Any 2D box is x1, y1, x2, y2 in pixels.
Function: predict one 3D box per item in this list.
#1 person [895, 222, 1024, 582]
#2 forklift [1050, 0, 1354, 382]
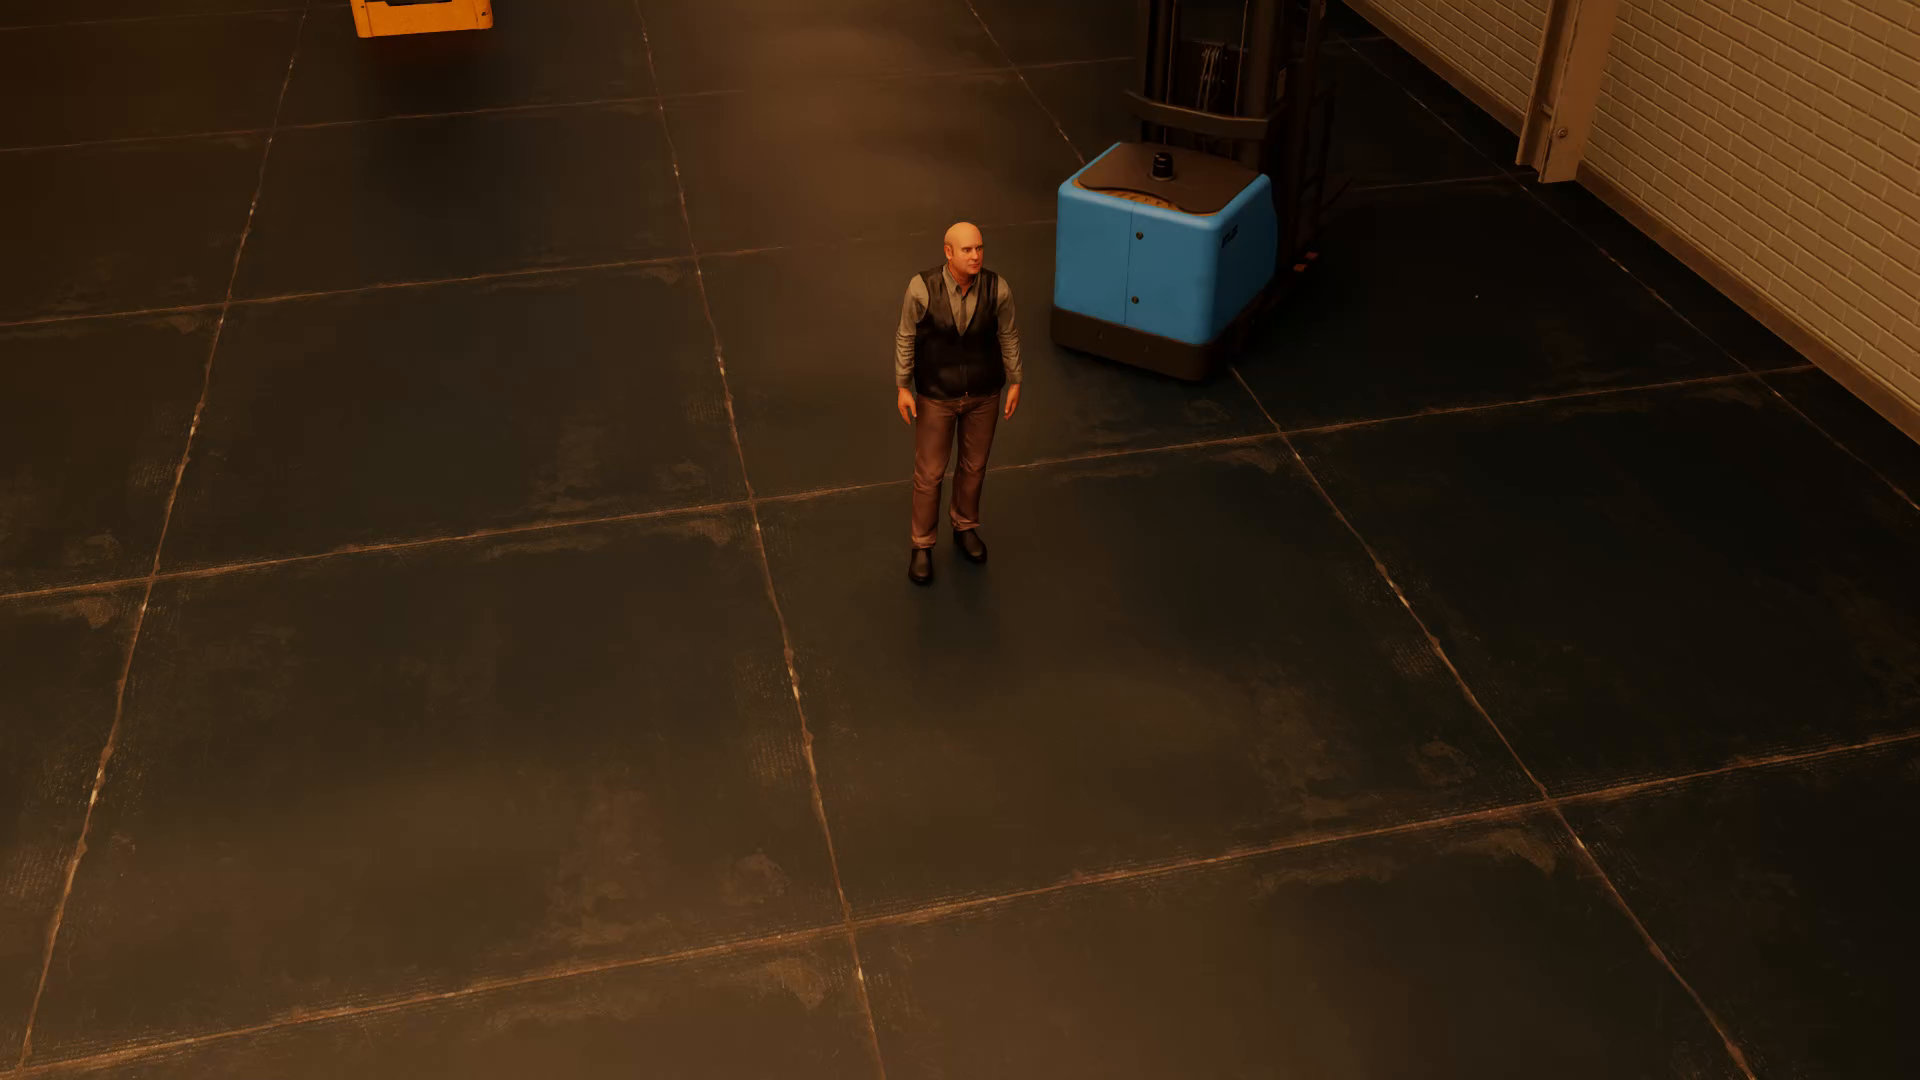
[{"bbox_3d":[0.009,-0.663,7.995,0.633,1.722,0.551,-8,36,-11],"label":"person"},{"bbox_3d":[1.736,-2.951,10.150,1.130,2.935,3.031,19,40,25],"label":"forklift"}]
